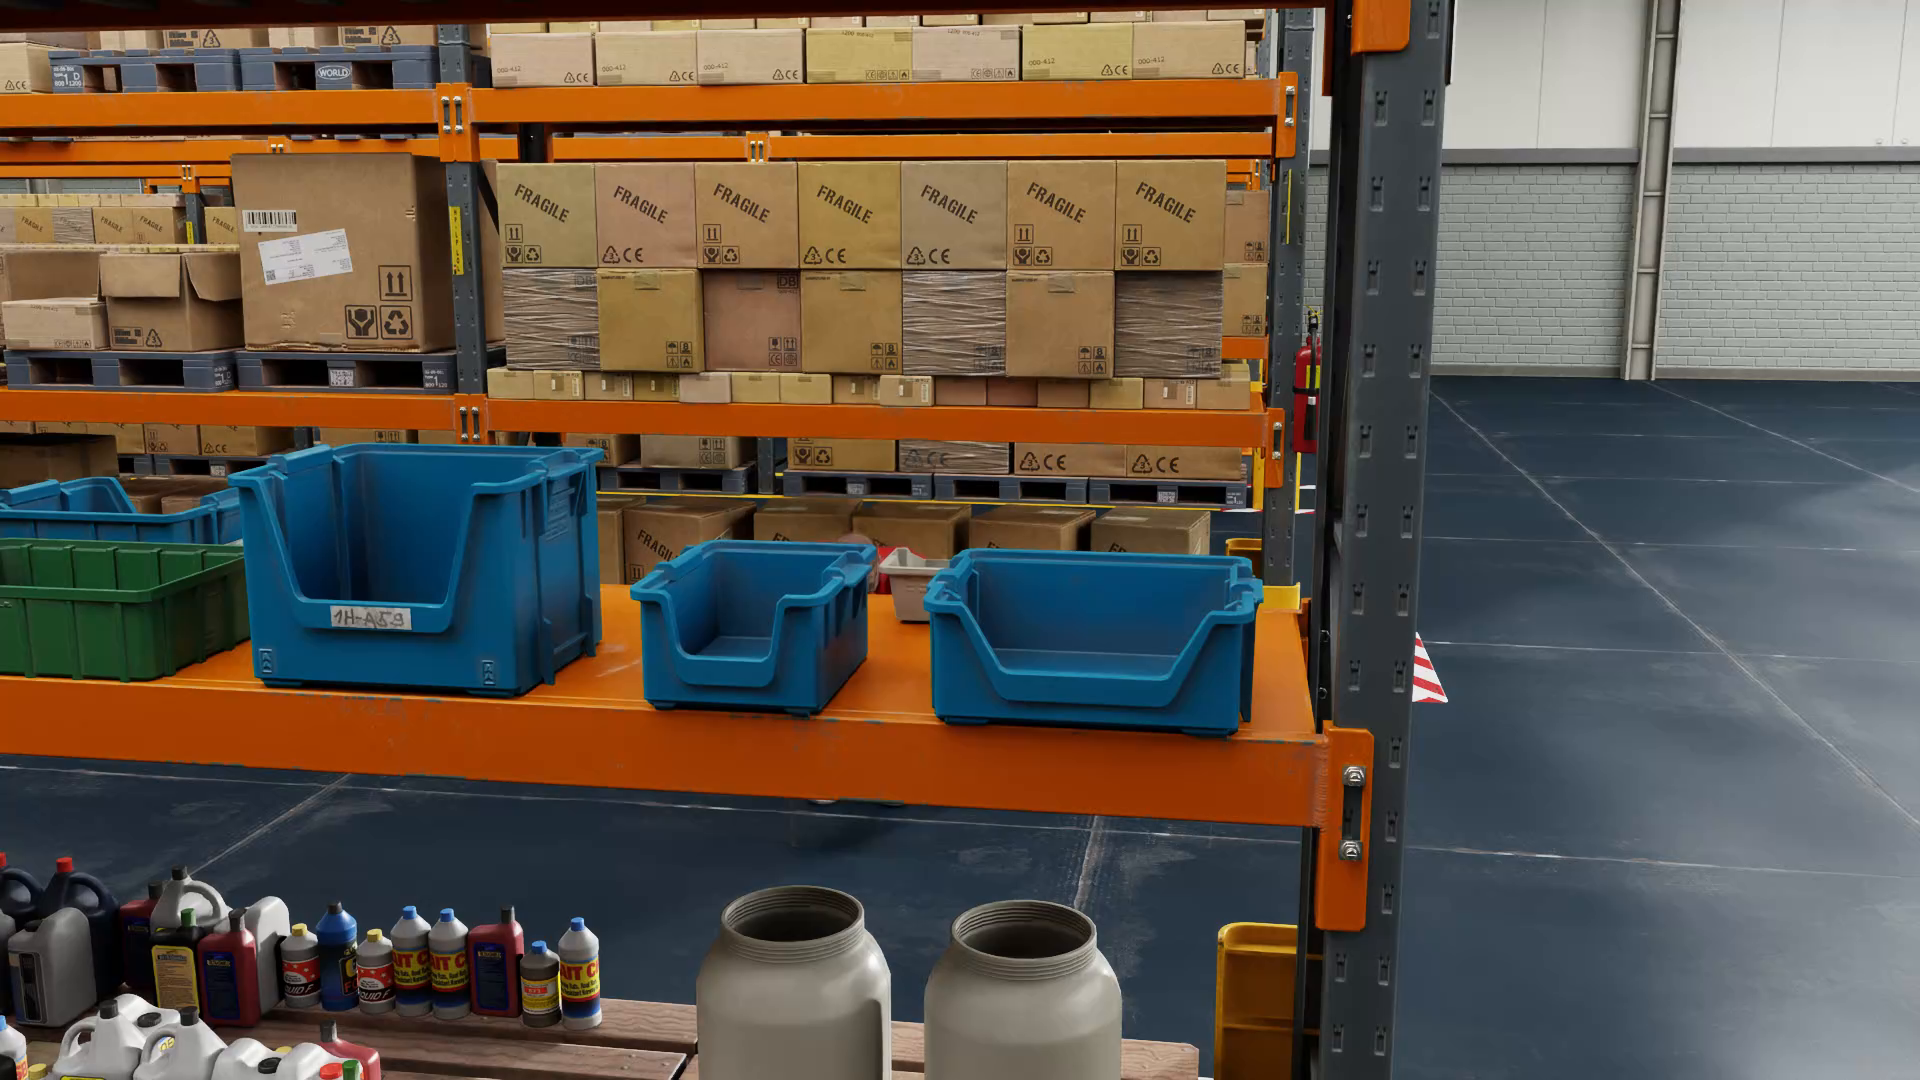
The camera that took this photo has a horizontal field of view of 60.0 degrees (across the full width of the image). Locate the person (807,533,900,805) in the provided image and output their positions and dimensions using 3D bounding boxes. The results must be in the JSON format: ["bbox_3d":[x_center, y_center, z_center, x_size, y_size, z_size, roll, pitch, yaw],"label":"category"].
[{"bbox_3d":[-0.349,0.458,6.267,0.569,1.106,0.833,2,11,9],"label":"person"}]
